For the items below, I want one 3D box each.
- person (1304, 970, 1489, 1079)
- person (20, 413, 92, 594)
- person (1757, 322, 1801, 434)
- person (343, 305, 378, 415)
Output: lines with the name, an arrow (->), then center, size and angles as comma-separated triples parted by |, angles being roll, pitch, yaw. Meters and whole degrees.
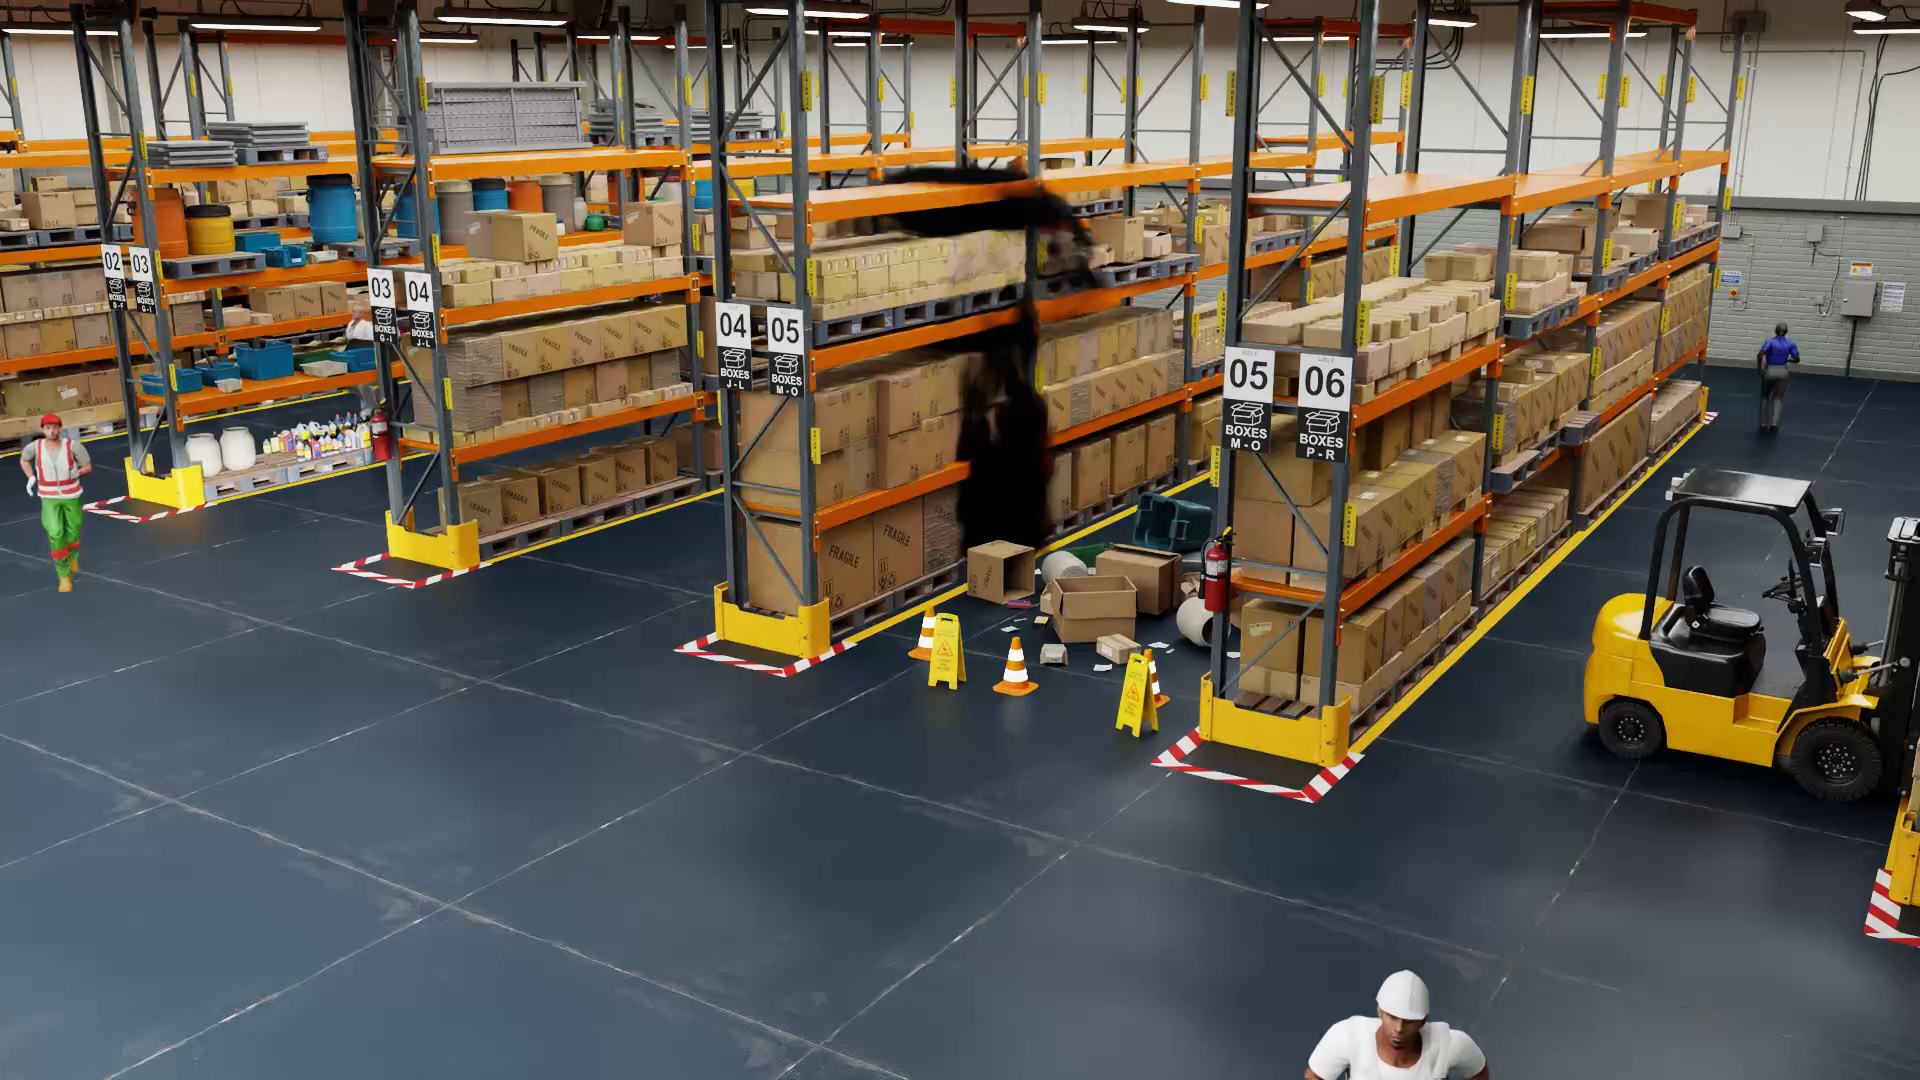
person -> 1.764, 2.528, 6.863 | 0.717, 1.757, 1.011 | 5, 16, 19
person -> -9.391, -0.424, 17.387 | 0.639, 1.842, 0.857 | -9, 18, -30
person -> 12.126, -2.324, 24.725 | 0.576, 1.631, 0.787 | 5, 16, 18
person -> -9.432, -2.804, 26.050 | 0.703, 1.736, 0.623 | 8, 17, 26
